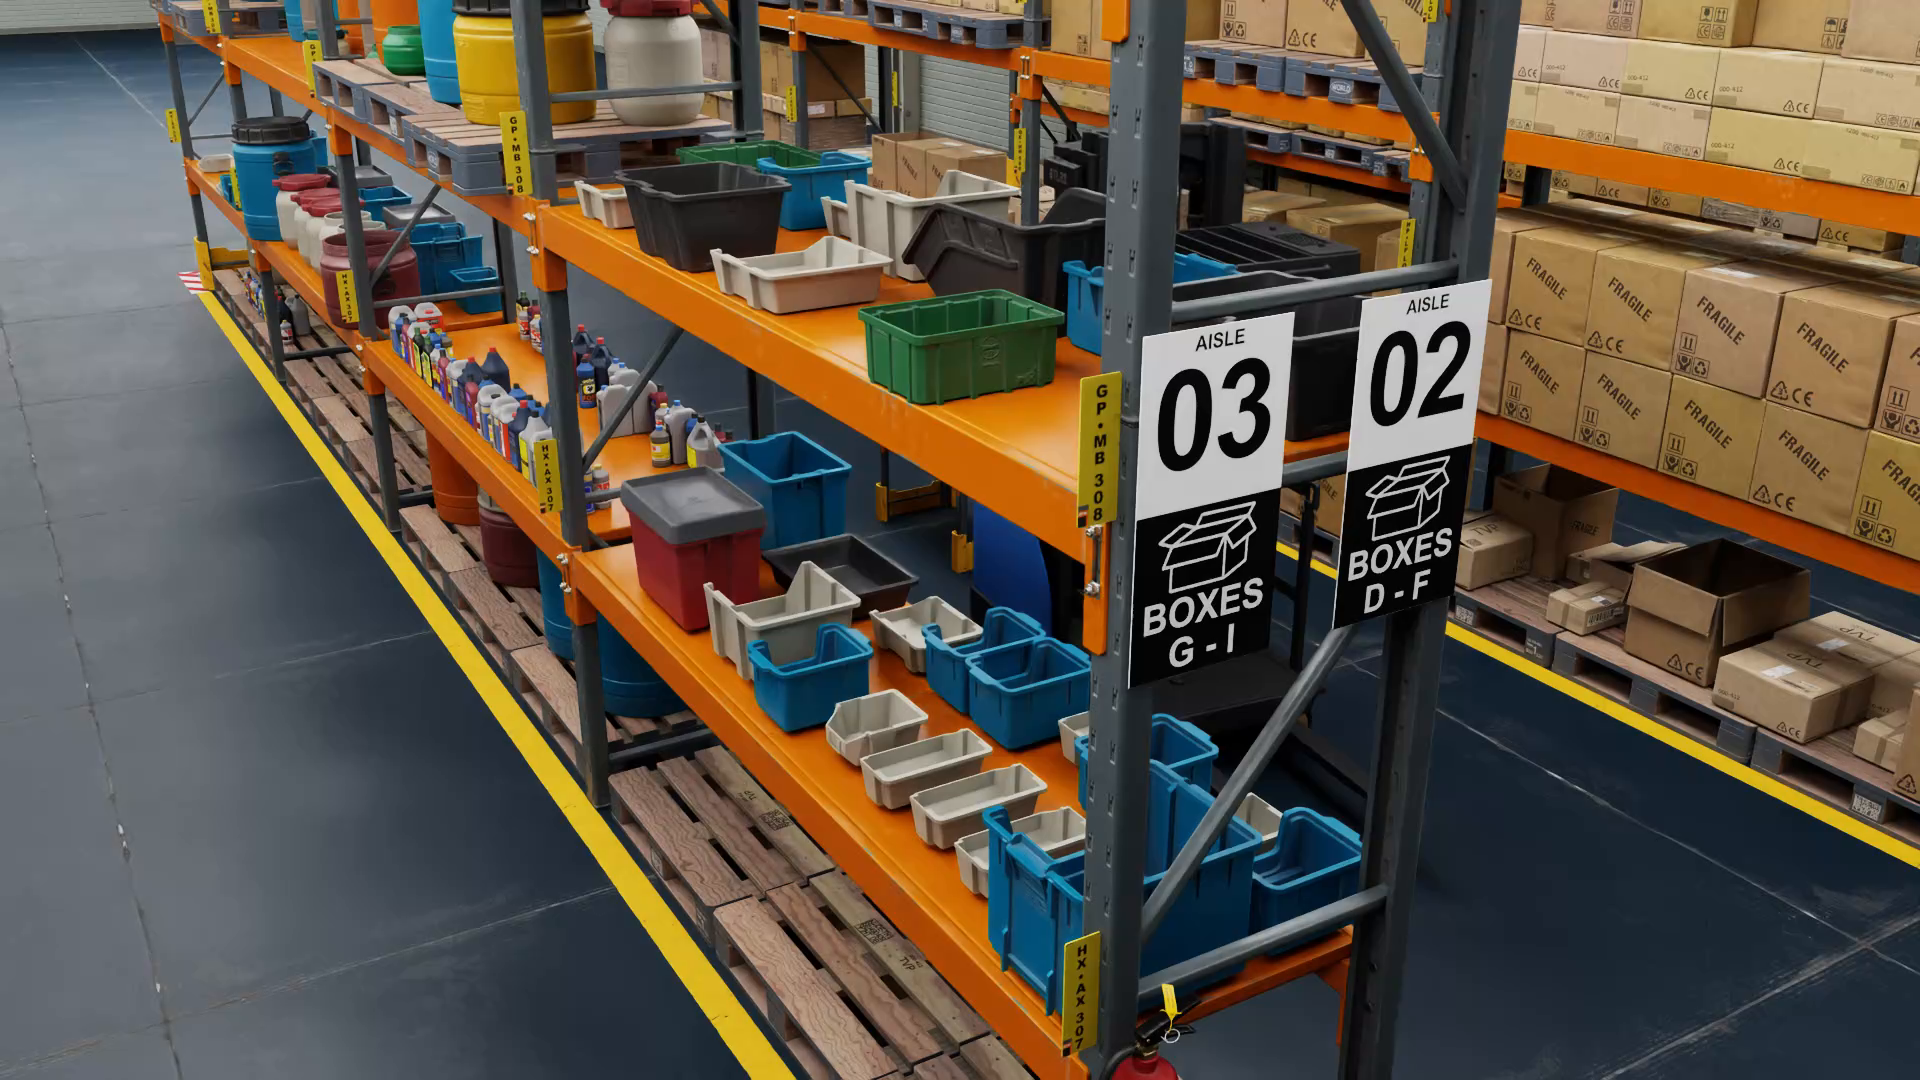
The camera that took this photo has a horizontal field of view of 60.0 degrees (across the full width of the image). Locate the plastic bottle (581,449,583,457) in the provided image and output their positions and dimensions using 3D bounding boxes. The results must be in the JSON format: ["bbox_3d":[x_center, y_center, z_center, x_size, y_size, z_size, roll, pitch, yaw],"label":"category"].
[{"bbox_3d":[-1.860,-0.371,8.004,0.097,0.201,0.097,0,22,0],"label":"plastic bottle"}]

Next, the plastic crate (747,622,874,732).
[{"bbox_3d":[-0.518,0.480,5.789,0.416,0.233,0.300,-13,25,-28],"label":"plastic crate"}]

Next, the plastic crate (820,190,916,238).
[{"bbox_3d":[-0.315,-1.178,6.093,0.293,0.136,0.466,-13,25,-28],"label":"plastic crate"}]

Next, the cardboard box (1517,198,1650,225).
[{"bbox_3d":[3.450,-1.596,9.294,0.500,0.500,0.500,-12,25,-28],"label":"cardboard box"}]

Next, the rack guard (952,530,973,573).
[{"bbox_3d":[0.215,0.021,10.429,0.587,0.250,0.087,-13,25,-28],"label":"rack guard"}]

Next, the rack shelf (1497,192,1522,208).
[{"bbox_3d":[6.204,-2.469,13.857,1.077,0.370,4.000,-13,25,-28],"label":"rack shelf"}]

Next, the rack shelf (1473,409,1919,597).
[{"bbox_3d":[3.990,-0.220,8.324,1.077,0.370,4.000,-13,25,-28],"label":"rack shelf"}]

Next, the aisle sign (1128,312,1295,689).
[{"bbox_3d":[0.537,-0.079,3.570,0.394,0.787,0.004,-13,25,-28],"label":"aisle sign"}]

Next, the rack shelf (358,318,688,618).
[{"bbox_3d":[-2.313,-0.563,9.169,1.077,0.370,4.000,-13,25,-28],"label":"rack shelf"}]

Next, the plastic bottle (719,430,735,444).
[{"bbox_3d":[-1.112,-0.396,7.957,0.061,0.283,0.133,-13,25,-28],"label":"plastic bottle"}]

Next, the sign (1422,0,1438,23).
[{"bbox_3d":[2.494,-2.904,8.780,0.100,0.325,0.005,-13,25,-28],"label":"sign"}]

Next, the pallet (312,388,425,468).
[{"bbox_3d":[-4.316,-0.905,12.757,1.003,0.211,1.213,-13,25,-28],"label":"pallet"}]

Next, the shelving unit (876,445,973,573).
[{"bbox_3d":[-0.039,-0.719,10.590,0.587,1.500,1.083,-13,25,-28],"label":"shelving unit"}]

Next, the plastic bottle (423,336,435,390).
[{"bbox_3d":[-3.008,-1.011,9.470,0.061,0.283,0.133,-13,25,-28],"label":"plastic bottle"}]

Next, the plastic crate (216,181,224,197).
[{"bbox_3d":[-6.425,-3.194,15.035,0.530,0.136,0.437,-13,25,-28],"label":"plastic crate"}]

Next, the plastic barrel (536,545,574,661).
[{"bbox_3d":[-1.916,0.120,8.762,0.600,0.901,0.708,-13,25,-28],"label":"plastic barrel"}]

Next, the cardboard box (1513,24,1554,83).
[{"bbox_3d":[3.004,-2.547,8.646,0.500,0.250,0.500,-13,25,-28],"label":"cardboard box"}]

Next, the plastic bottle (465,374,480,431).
[{"bbox_3d":[-2.559,-0.727,8.771,0.061,0.283,0.133,-13,25,-28],"label":"plastic bottle"}]

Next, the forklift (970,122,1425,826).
[{"bbox_3d":[1.108,-0.396,7.894,1.130,2.935,3.031,-9,24,-22],"label":"forklift"}]

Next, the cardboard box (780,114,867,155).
[{"bbox_3d":[-1.350,-3.979,16.485,0.700,0.500,0.500,-13,26,-30],"label":"cardboard box"}]

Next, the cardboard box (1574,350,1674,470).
[{"bbox_3d":[3.513,-0.702,8.422,0.500,0.500,0.500,-13,25,-29],"label":"cardboard box"}]

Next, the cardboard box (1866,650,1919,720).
[{"bbox_3d":[4.723,0.772,7.996,0.500,0.250,0.500,-13,25,-28],"label":"cardboard box"}]

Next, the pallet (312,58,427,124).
[{"bbox_3d":[-3.028,-2.580,9.442,1.003,0.211,1.213,-13,25,-28],"label":"pallet"}]

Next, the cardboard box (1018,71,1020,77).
[{"bbox_3d":[1.081,-6.114,21.047,0.500,0.500,0.500,-13,25,-28],"label":"cardboard box"}]

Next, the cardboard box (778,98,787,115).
[{"bbox_3d":[-1.565,-4.264,16.325,0.380,0.149,0.250,-13,26,-29],"label":"cardboard box"}]

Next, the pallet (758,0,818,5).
[{"bbox_3d":[-1.576,-5.410,16.272,1.003,0.211,1.213,-13,25,-28],"label":"pallet"}]

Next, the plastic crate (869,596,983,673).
[{"bbox_3d":[-0.143,0.351,6.234,0.293,0.136,0.466,-13,25,-28],"label":"plastic crate"}]

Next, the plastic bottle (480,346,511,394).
[{"bbox_3d":[-2.543,-0.890,9.084,0.144,0.351,0.185,-13,25,-28],"label":"plastic bottle"}]

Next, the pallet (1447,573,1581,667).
[{"bbox_3d":[3.319,0.314,9.759,1.003,0.211,1.213,-13,25,-28],"label":"pallet"}]

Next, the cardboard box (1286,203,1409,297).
[{"bbox_3d":[2.513,-1.848,10.685,0.700,0.500,0.500,-8,24,-20],"label":"cardboard box"}]

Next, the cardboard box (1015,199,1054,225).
[{"bbox_3d":[0.777,-2.580,13.295,0.500,0.311,0.500,-11,25,-25],"label":"cardboard box"}]

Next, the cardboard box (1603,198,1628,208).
[{"bbox_3d":[5.710,-2.866,14.185,0.380,0.149,0.250,-12,25,-27],"label":"cardboard box"}]

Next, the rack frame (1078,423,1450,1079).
[{"bbox_3d":[0.752,1.046,4.255,1.000,3.000,0.127,-13,25,-28],"label":"rack frame"}]

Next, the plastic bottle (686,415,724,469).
[{"bbox_3d":[-1.213,-0.416,7.916,0.144,0.351,0.185,-13,25,-28],"label":"plastic bottle"}]

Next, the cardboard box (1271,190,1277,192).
[{"bbox_3d":[3.529,-3.555,18.310,0.700,0.500,0.500,-12,25,-26],"label":"cardboard box"}]

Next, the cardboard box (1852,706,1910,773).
[{"bbox_3d":[4.393,0.926,7.728,0.380,0.166,0.250,-13,25,-28],"label":"cardboard box"}]

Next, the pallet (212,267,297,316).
[{"bbox_3d":[-6.932,-2.562,16.835,1.003,0.211,1.213,-13,25,-28],"label":"pallet"}]

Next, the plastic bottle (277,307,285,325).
[{"bbox_3d":[-5.907,-1.876,14.468,0.061,0.283,0.133,-11,25,-26],"label":"plastic bottle"}]

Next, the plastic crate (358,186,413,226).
[{"bbox_3d":[-4.547,-2.534,13.084,0.392,0.384,0.575,-13,25,-28],"label":"plastic crate"}]

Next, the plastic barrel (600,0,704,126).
[{"bbox_3d":[-1.345,-2.115,7.309,0.433,0.535,0.433,0,22,0],"label":"plastic barrel"}]

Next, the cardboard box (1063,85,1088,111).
[{"bbox_3d":[1.605,-5.429,20.356,0.500,0.250,0.500,-13,26,-29],"label":"cardboard box"}]

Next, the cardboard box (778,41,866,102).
[{"bbox_3d":[-1.350,-4.580,16.240,0.700,0.500,0.500,-12,25,-28],"label":"cardboard box"}]

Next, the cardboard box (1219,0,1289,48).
[{"bbox_3d":[2.091,-3.486,10.597,0.600,0.600,0.600,-14,26,-30],"label":"cardboard box"}]

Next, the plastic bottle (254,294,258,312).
[{"bbox_3d":[-6.486,-2.219,15.419,0.097,0.201,0.097,0,22,0],"label":"plastic bottle"}]

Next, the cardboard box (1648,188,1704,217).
[{"bbox_3d":[5.995,-2.937,13.500,0.500,0.500,0.500,-12,25,-27],"label":"cardboard box"}]

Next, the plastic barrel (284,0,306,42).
[{"bbox_3d":[-4.932,-4.338,12.850,0.600,0.901,0.708,-13,25,-28],"label":"plastic barrel"}]

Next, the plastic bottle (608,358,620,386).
[{"bbox_3d":[-1.877,-0.862,9.119,0.097,0.271,0.097,0,22,0],"label":"plastic bottle"}]

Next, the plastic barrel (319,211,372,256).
[{"bbox_3d":[-4.259,-2.024,11.659,0.421,0.512,0.421,0,22,0],"label":"plastic barrel"}]

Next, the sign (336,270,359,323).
[{"bbox_3d":[-3.804,-1.511,10.330,0.100,0.325,0.005,-13,25,-28],"label":"sign"}]

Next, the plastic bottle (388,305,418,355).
[{"bbox_3d":[-3.392,-1.284,10.152,0.152,0.276,0.135,-13,25,-28],"label":"plastic bottle"}]

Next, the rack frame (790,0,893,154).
[{"bbox_3d":[-1.118,-3.790,16.153,1.000,3.000,0.127,-13,25,-28],"label":"rack frame"}]

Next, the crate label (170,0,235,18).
[{"bbox_3d":[-6.749,-4.785,14.814,0.502,0.251,0.408,-13,25,-28],"label":"crate label"}]

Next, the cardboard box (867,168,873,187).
[{"bbox_3d":[-0.841,-3.348,15.398,0.380,0.149,0.250,-13,25,-28],"label":"cardboard box"}]

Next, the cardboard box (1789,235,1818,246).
[{"bbox_3d":[6.567,-2.272,12.725,0.380,0.149,0.250,-12,25,-27],"label":"cardboard box"}]

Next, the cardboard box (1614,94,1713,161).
[{"bbox_3d":[3.511,-1.991,7.942,0.500,0.250,0.500,-13,25,-28],"label":"cardboard box"}]

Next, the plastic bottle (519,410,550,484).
[{"bbox_3d":[-2.042,-0.461,8.027,0.144,0.351,0.185,-13,25,-28],"label":"plastic bottle"}]
